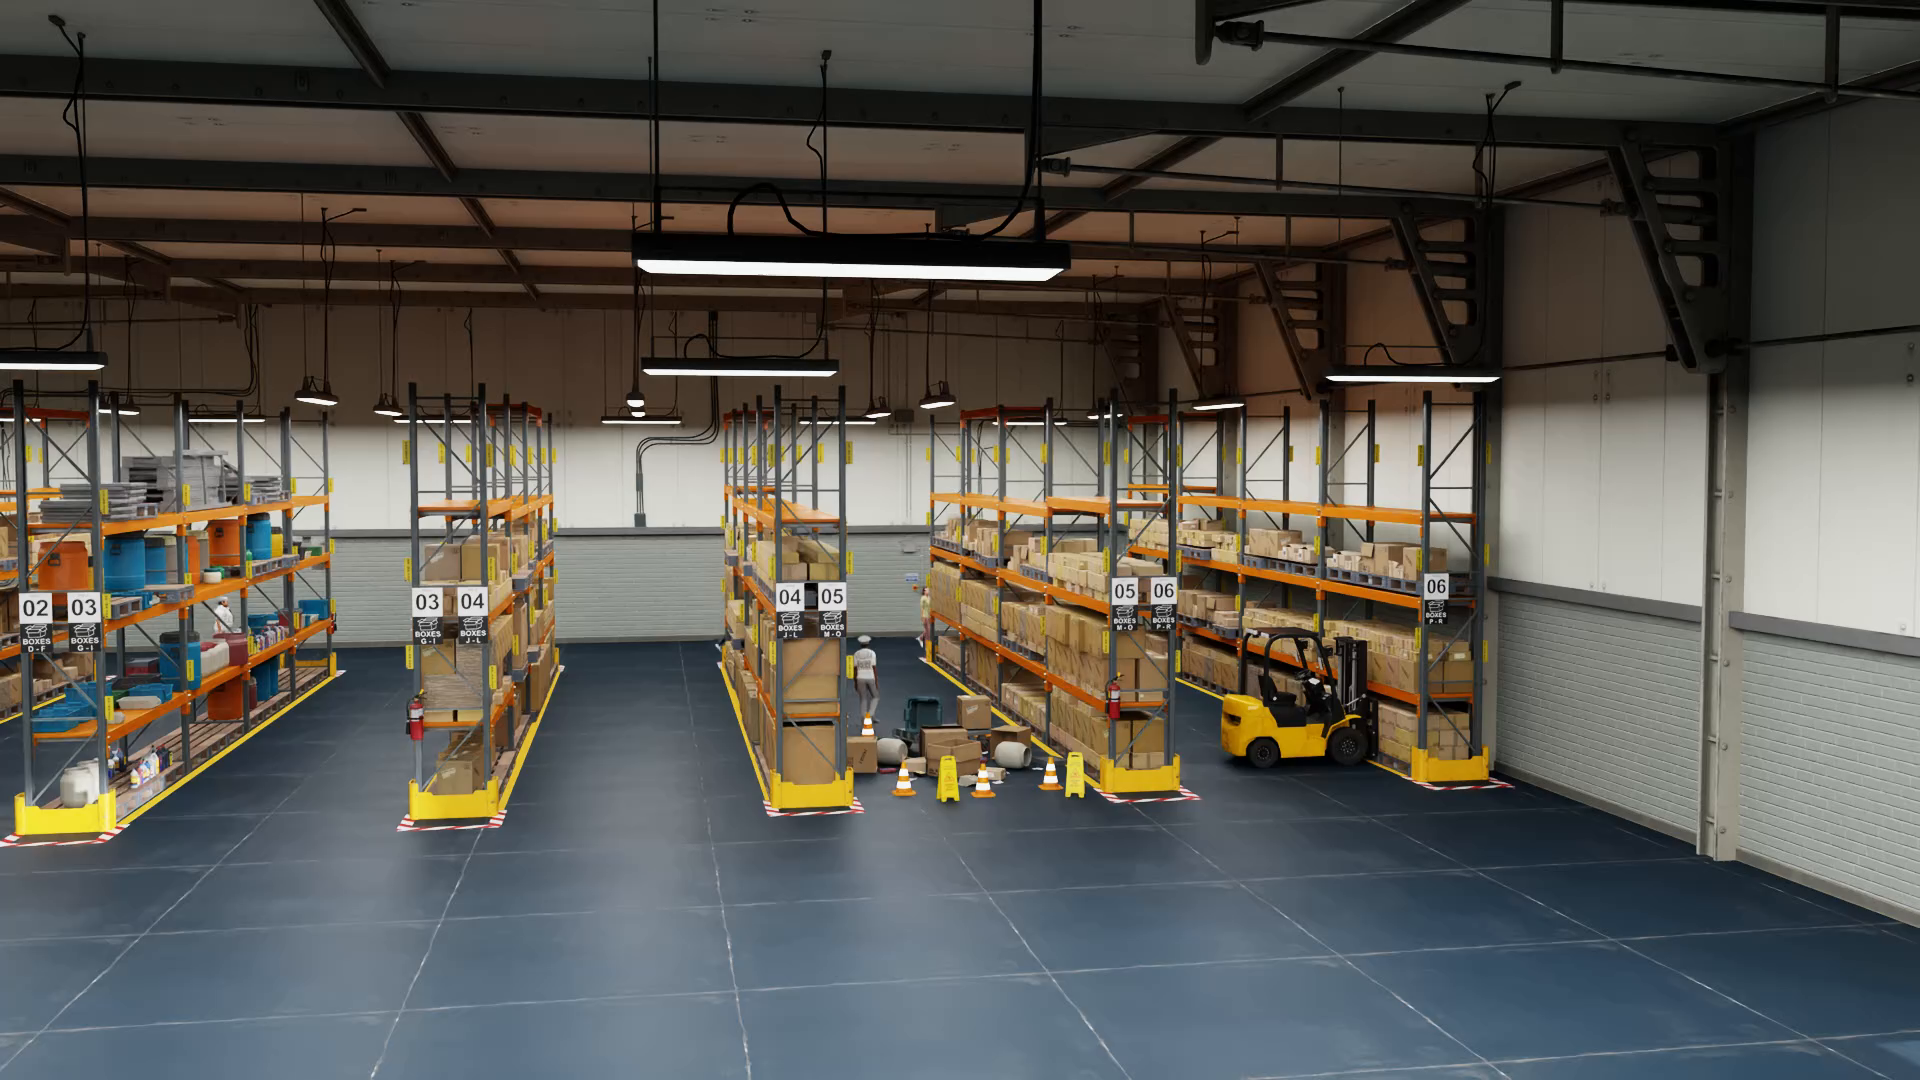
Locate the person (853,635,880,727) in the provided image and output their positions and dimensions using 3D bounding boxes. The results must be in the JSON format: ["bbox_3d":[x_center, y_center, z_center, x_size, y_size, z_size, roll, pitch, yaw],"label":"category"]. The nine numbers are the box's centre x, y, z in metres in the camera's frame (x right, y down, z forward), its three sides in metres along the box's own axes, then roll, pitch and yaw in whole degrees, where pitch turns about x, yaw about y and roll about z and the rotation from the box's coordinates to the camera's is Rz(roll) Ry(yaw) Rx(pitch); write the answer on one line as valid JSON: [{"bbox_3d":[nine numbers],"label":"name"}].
[{"bbox_3d":[-1.725,2.603,30.673,0.501,1.670,0.445,0,3,5],"label":"person"}]

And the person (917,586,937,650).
[{"bbox_3d":[-0.846,1.994,42.688,0.553,1.653,0.453,2,3,33],"label":"person"}]

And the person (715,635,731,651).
[{"bbox_3d":[-5.749,2.107,41.715,0.833,1.533,0.416,0,3,2],"label":"person"}]

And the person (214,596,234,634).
[{"bbox_3d":[-17.454,2.175,39.452,0.433,1.681,0.511,-1,3,-10],"label":"person"}]
